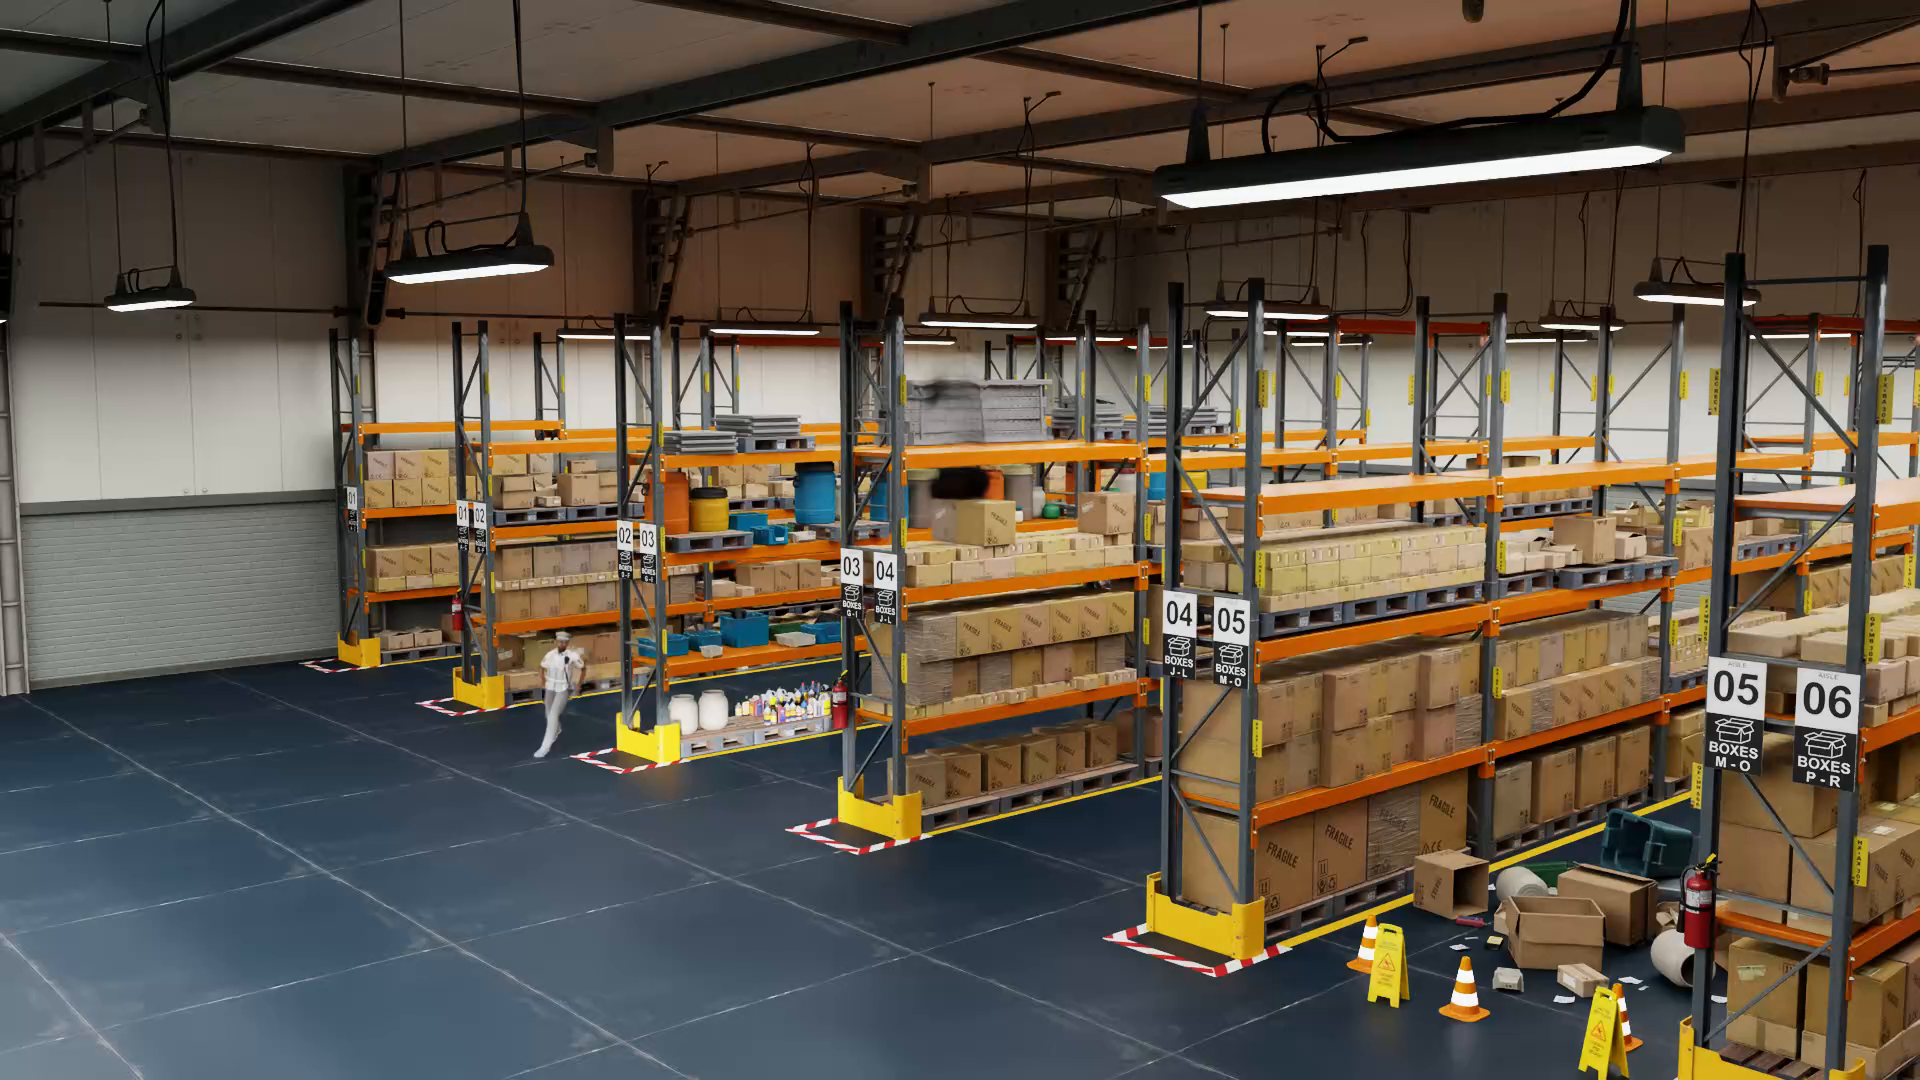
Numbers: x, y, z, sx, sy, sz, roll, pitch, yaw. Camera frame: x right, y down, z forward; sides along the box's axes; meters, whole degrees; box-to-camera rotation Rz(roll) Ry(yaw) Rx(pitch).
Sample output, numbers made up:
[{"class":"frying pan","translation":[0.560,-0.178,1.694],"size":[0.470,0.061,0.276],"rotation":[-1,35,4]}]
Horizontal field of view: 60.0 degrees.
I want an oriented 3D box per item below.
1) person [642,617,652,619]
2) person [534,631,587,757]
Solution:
[{"class":"person","translation":[-5.767,1.311,30.921],"size":[0.576,1.666,0.730],"rotation":[4,7,38]},{"class":"person","translation":[-5.508,2.072,22.818],"size":[0.659,1.672,0.923],"rotation":[1,6,12]}]
